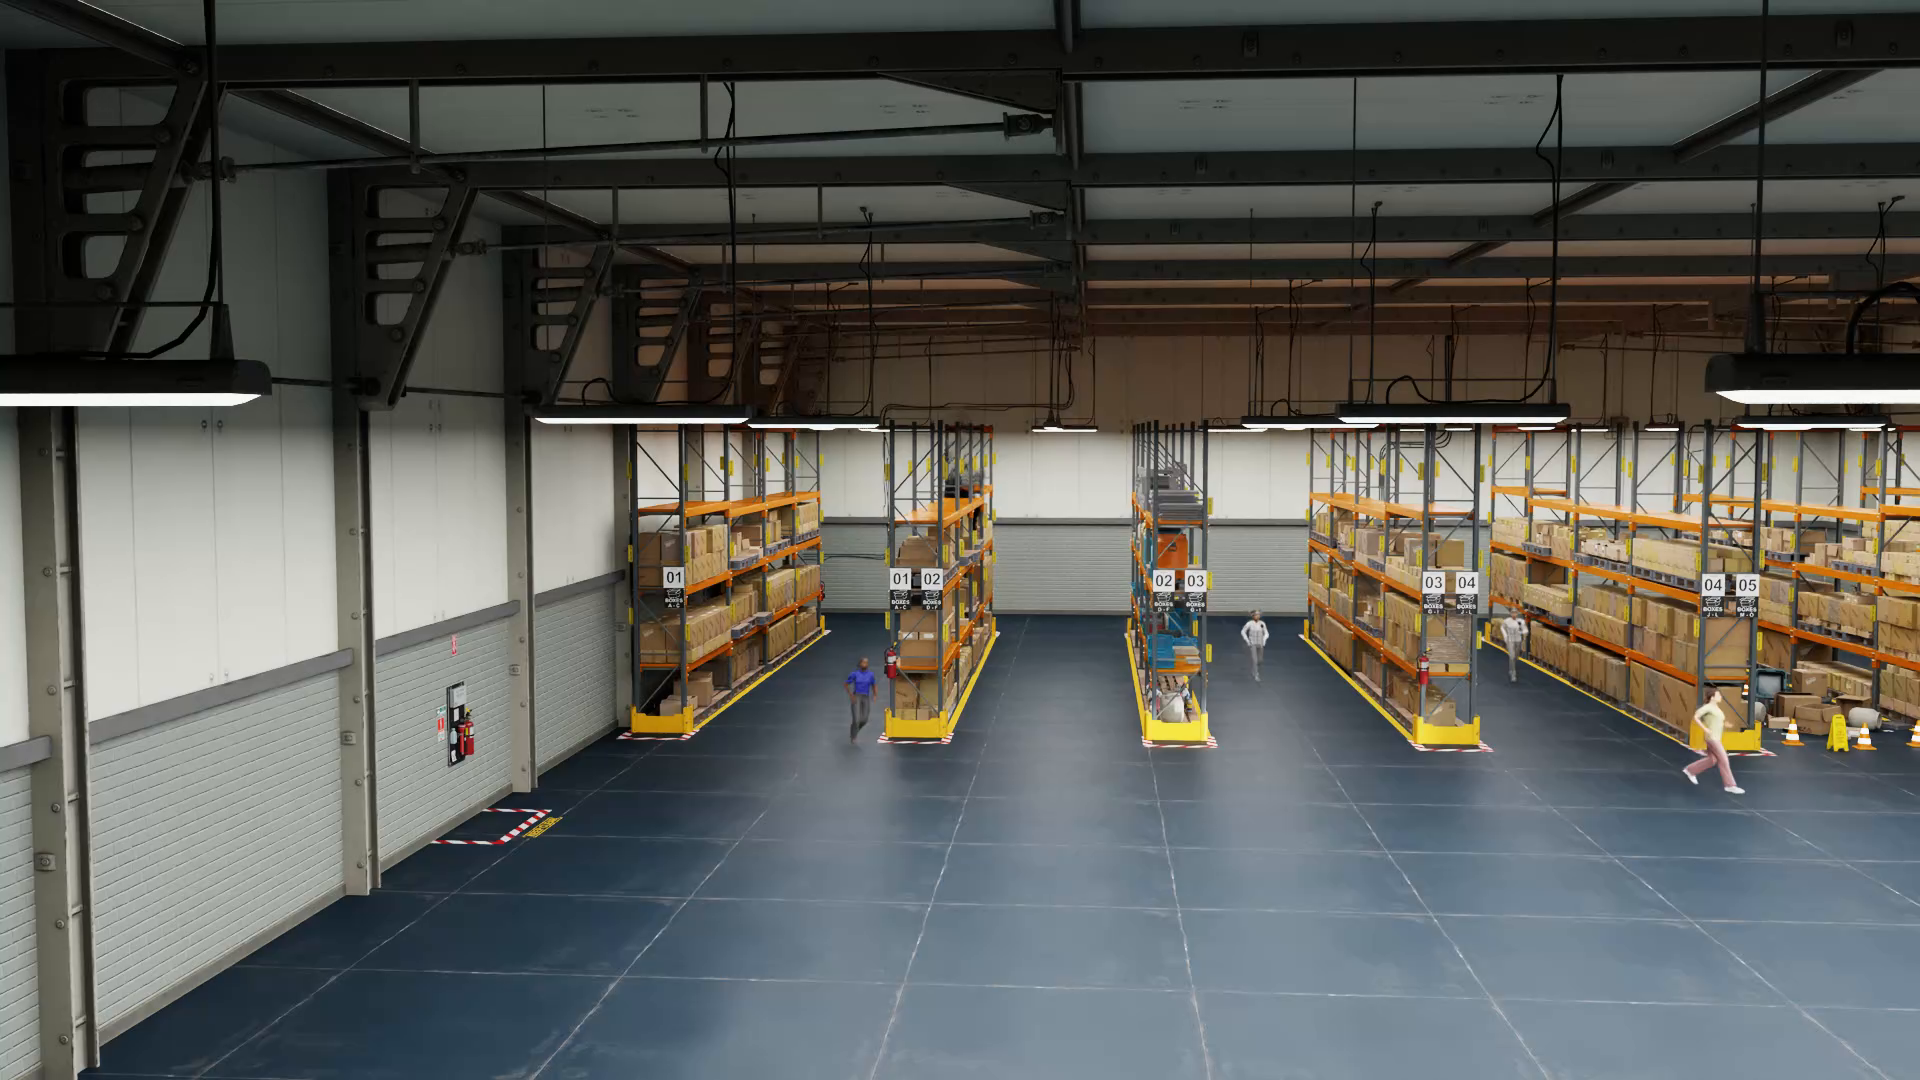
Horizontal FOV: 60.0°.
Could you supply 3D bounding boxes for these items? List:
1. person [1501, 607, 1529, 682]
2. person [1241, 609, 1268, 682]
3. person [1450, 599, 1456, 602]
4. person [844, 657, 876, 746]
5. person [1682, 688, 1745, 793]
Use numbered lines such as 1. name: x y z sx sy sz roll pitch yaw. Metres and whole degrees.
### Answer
1. person: 13.001 2.411 38.969 0.596 1.723 0.867 1 4 9
2. person: 6.880 2.434 38.814 0.642 1.673 0.666 0 4 -7
3. person: 13.344 1.966 45.852 0.718 1.737 0.532 3 4 35
4. person: -1.826 2.980 30.823 0.640 1.614 0.464 -2 4 -23
5. person: 12.087 3.191 26.659 0.977 1.631 0.597 3 5 39
